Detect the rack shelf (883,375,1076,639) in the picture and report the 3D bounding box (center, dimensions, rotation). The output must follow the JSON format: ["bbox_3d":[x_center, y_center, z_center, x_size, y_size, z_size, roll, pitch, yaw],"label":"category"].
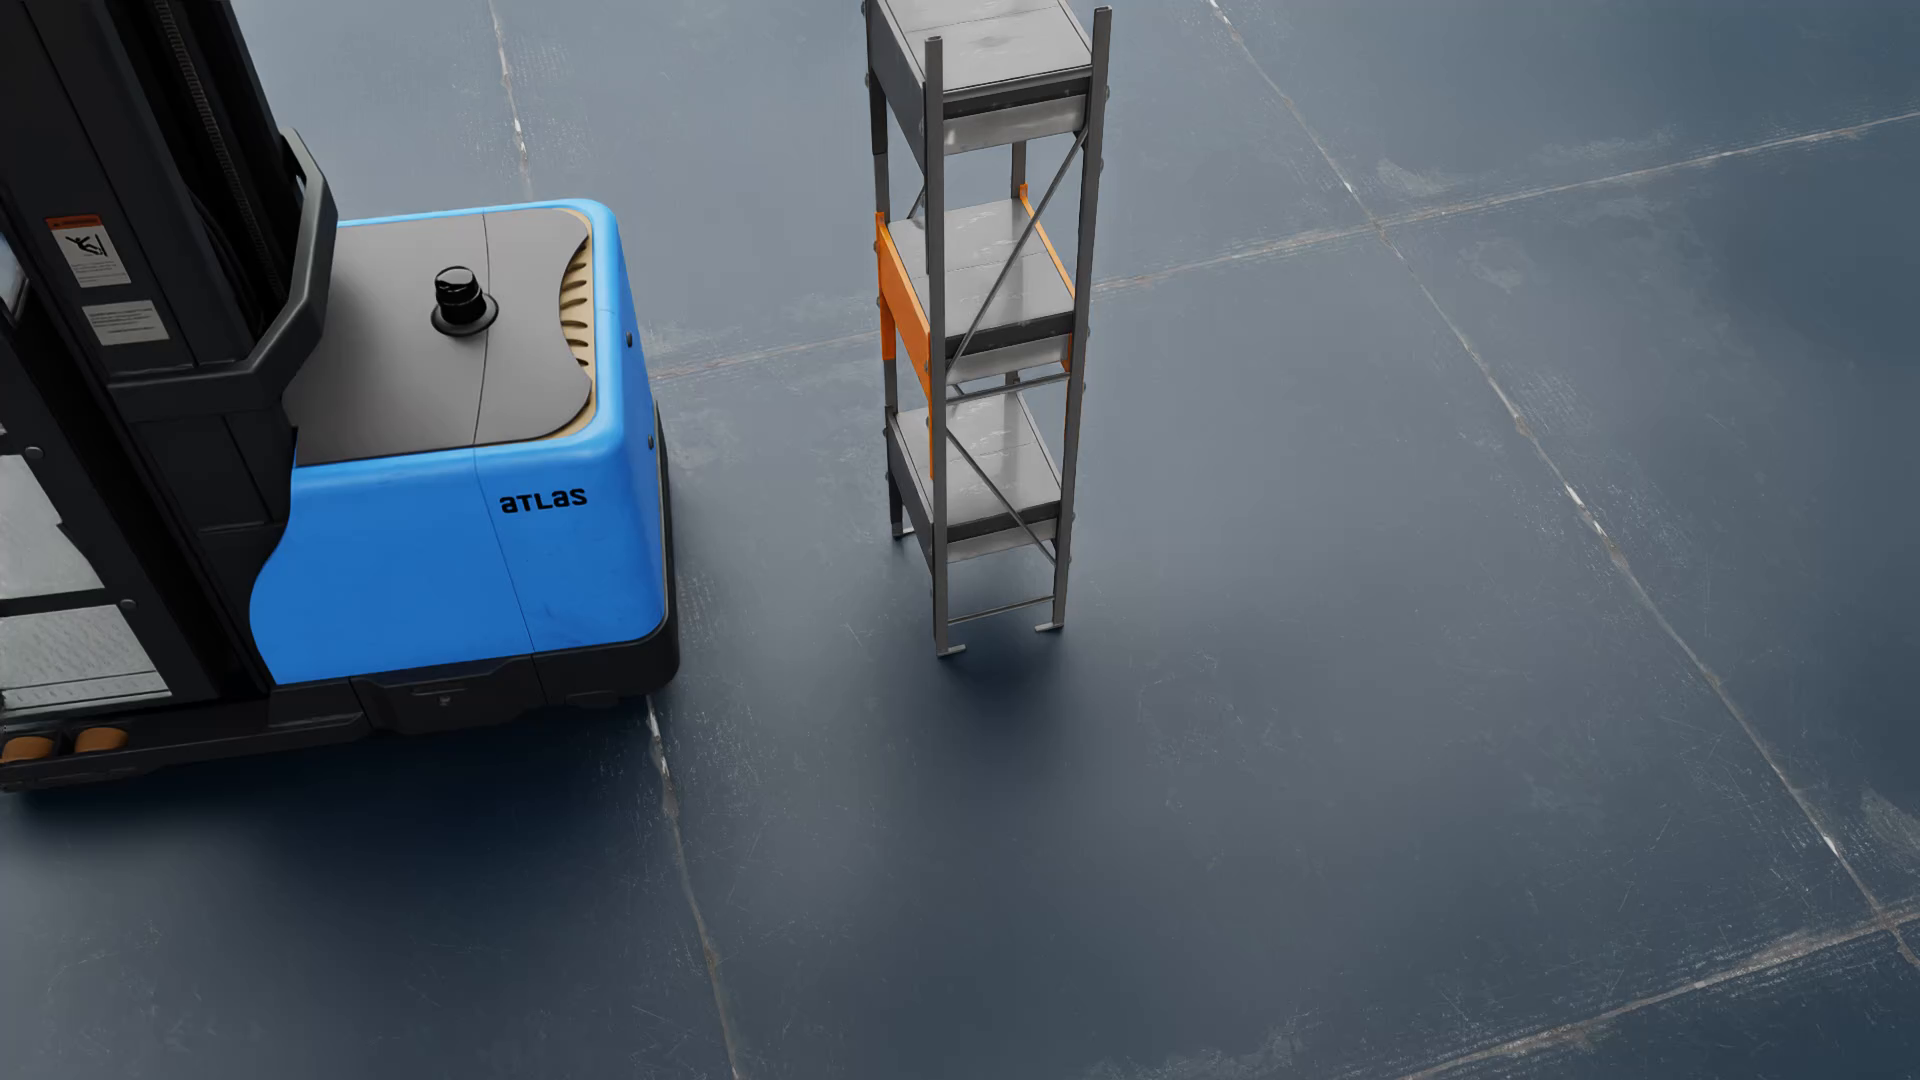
[{"bbox_3d":[0.049,-0.096,4.891,0.431,0.518,0.480,-13,51,-11],"label":"rack shelf"}]

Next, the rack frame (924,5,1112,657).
[{"bbox_3d":[0.121,-0.378,4.195,0.400,2.100,0.015,-13,51,-11],"label":"rack frame"}]

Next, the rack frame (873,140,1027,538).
[{"bbox_3d":[-0.023,-0.734,4.496,0.400,2.100,0.015,-13,51,-11],"label":"rack frame"}]

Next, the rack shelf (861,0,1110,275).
[{"bbox_3d":[0.049,-0.998,3.821,0.431,0.518,0.480,-13,51,-11],"label":"rack shelf"}]

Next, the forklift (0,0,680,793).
[{"bbox_3d":[-2.381,-0.682,3.908,3.031,2.935,1.130,-7,50,-6],"label":"forklift"}]

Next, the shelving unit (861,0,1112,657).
[{"bbox_3d":[0.049,-0.556,4.345,0.431,2.100,0.503,-13,51,-11],"label":"shelving unit"}]

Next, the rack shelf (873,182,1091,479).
[{"bbox_3d":[0.049,-0.547,4.356,0.431,0.518,0.480,-13,51,-11],"label":"rack shelf"}]
